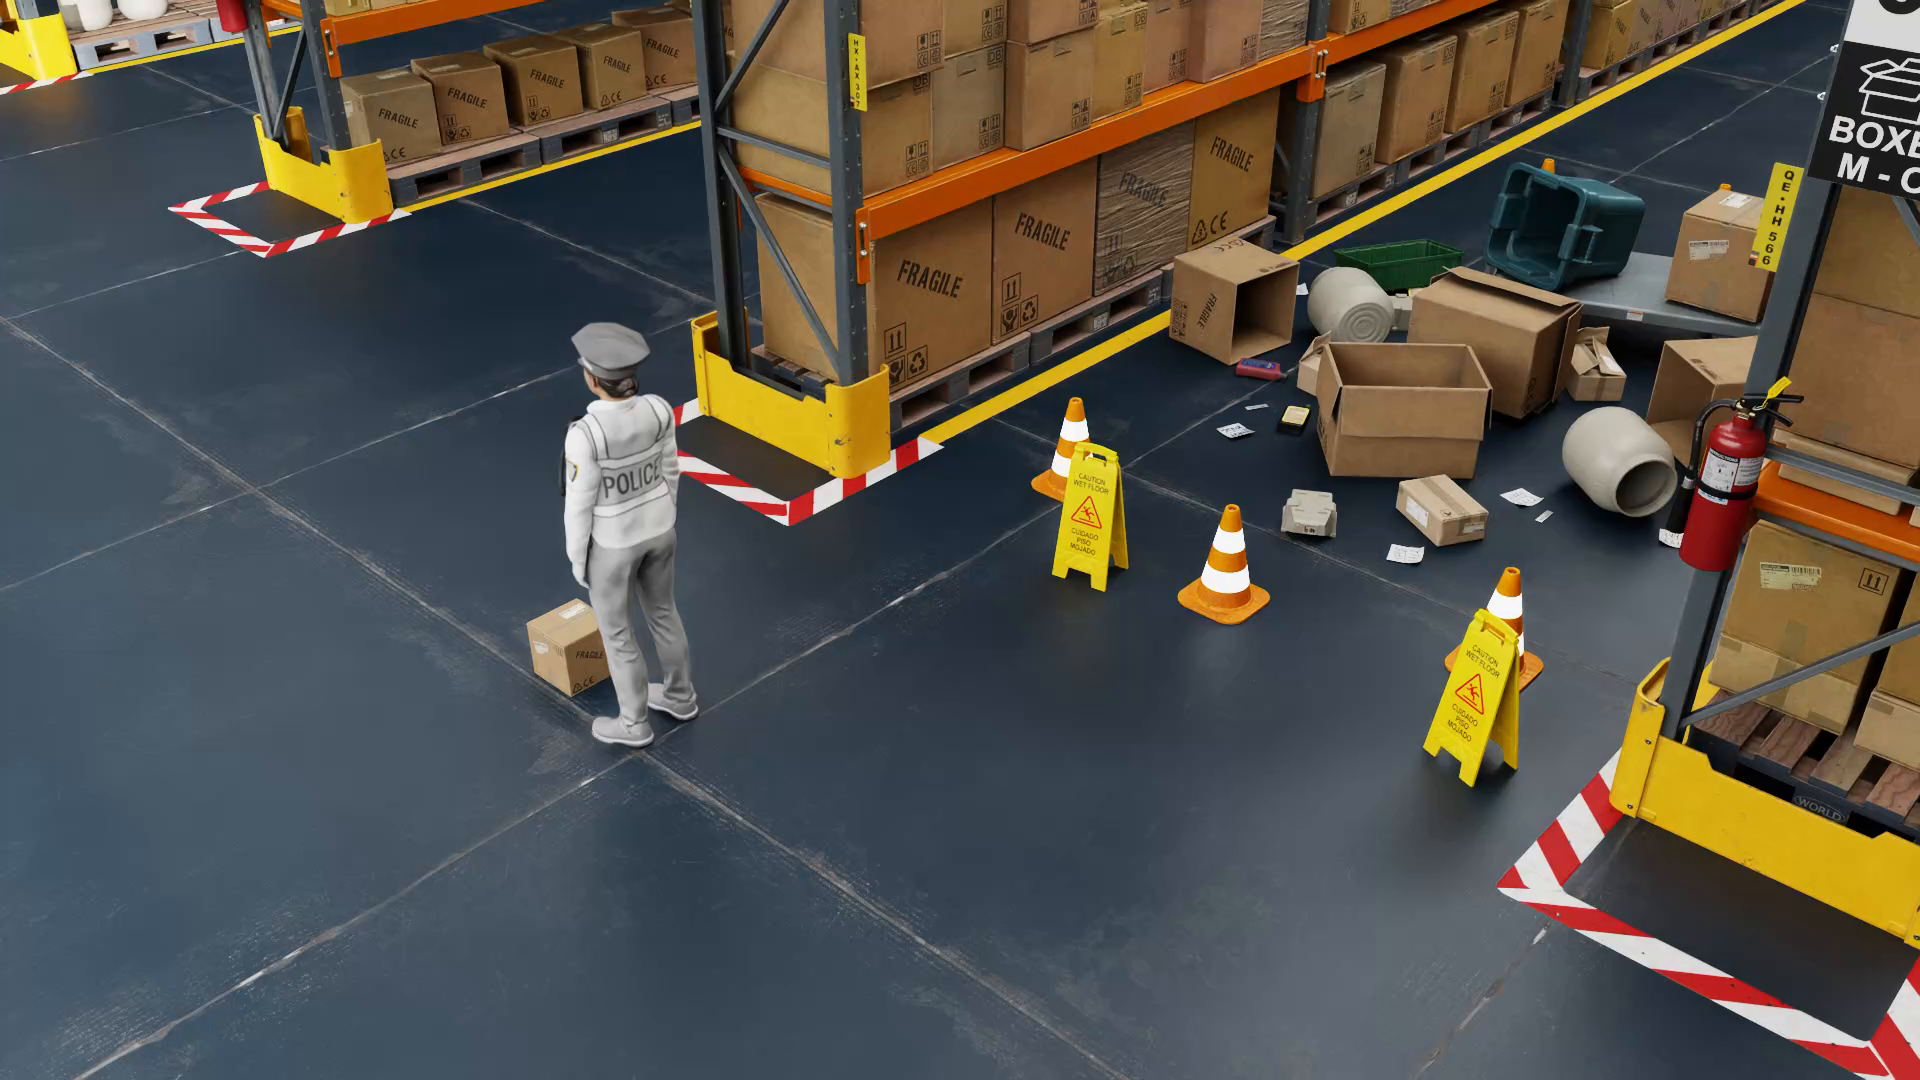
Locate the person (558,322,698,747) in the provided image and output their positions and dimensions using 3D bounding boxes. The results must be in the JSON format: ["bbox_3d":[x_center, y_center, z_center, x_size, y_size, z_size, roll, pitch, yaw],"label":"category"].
[{"bbox_3d":[-1.235,0.003,6.128,0.337,1.694,0.477,27,40,36],"label":"person"}]
